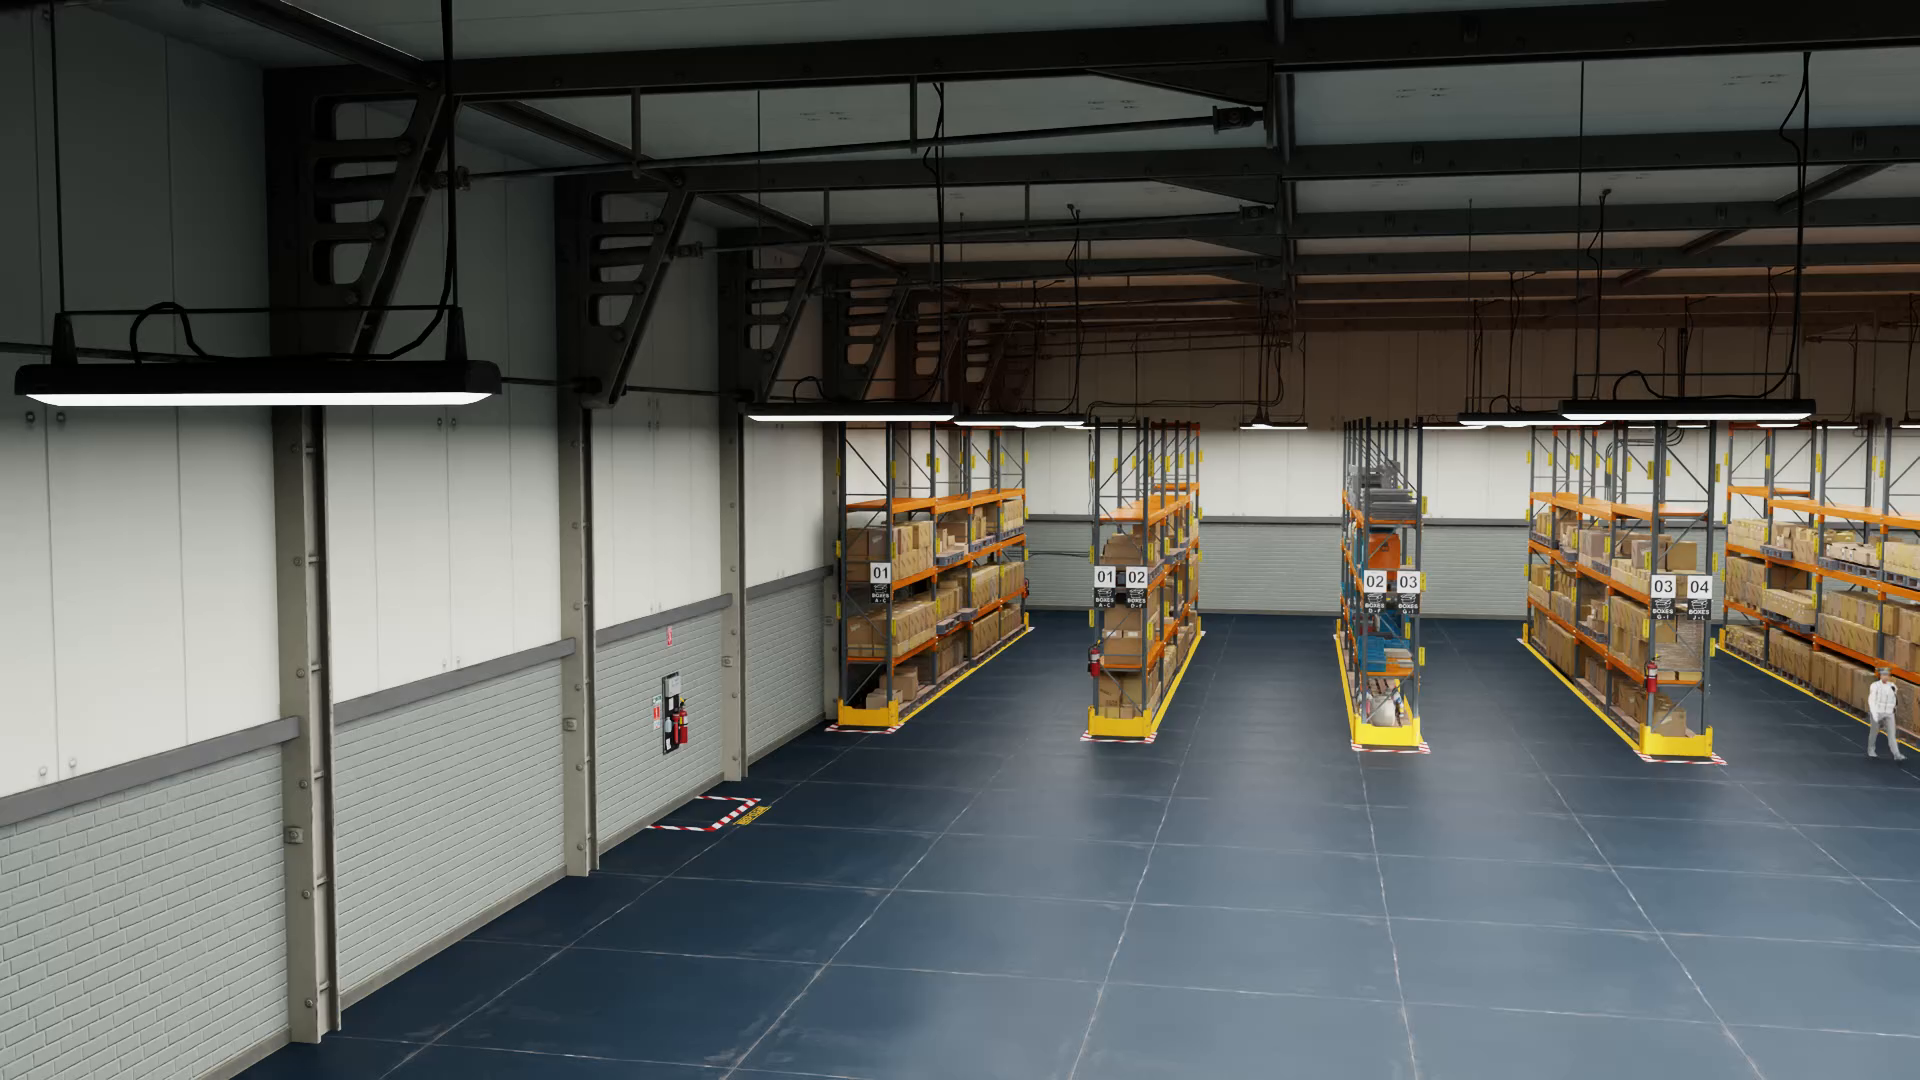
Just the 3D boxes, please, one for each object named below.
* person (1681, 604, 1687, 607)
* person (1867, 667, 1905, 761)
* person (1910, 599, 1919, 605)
[{"bbox_3d":[17.931,2.160,41.449,0.595,1.767,0.547,1,4,20],"label":"person"},{"bbox_3d":[16.057,3.014,28.877,0.498,1.626,1.041,1,4,15],"label":"person"},{"bbox_3d":[25.727,1.998,44.553,0.923,1.643,0.462,0,4,6],"label":"person"}]
